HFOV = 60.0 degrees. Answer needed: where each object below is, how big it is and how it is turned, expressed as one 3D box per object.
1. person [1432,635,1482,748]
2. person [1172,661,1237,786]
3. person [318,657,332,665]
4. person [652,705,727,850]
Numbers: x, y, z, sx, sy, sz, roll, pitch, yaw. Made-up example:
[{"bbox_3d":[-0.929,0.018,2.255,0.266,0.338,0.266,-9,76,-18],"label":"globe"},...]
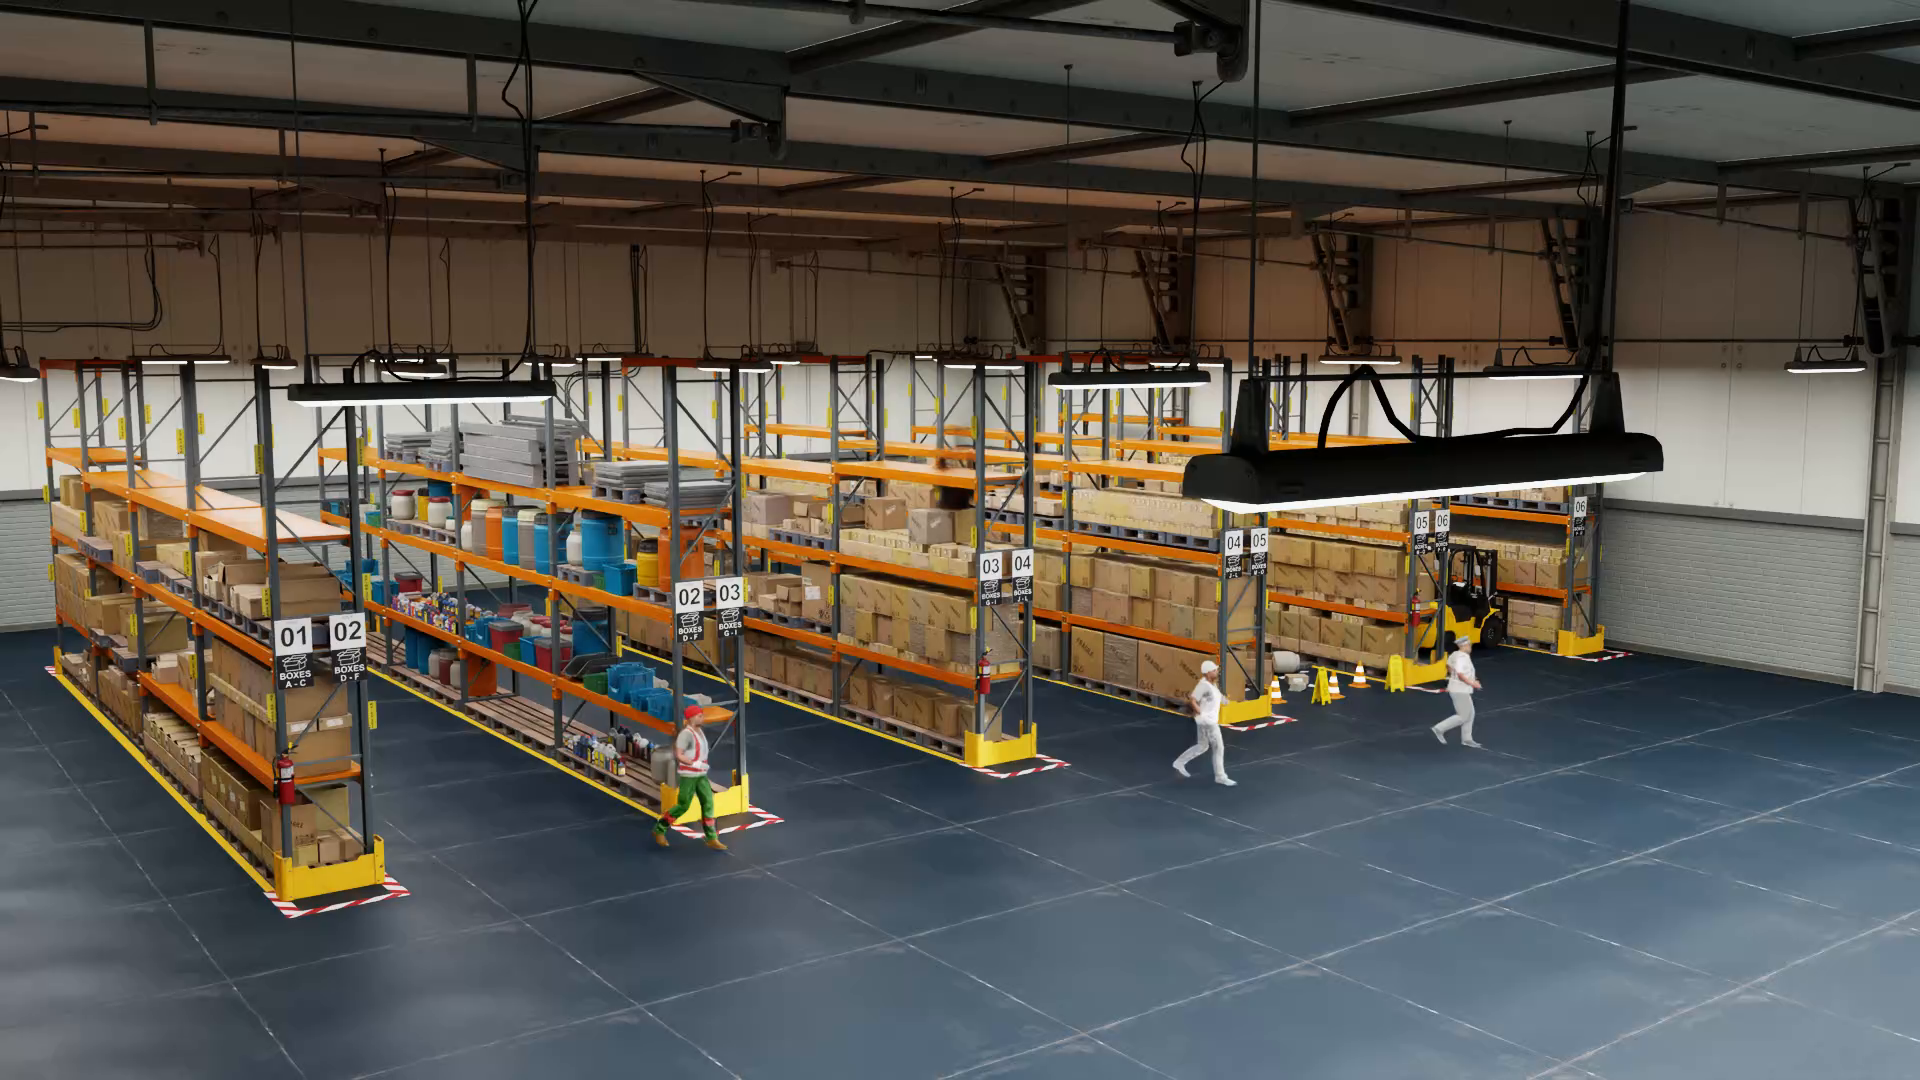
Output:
[{"bbox_3d":[7.765,2.357,25.930,0.794,1.787,0.688,1,7,8],"label":"person"},{"bbox_3d":[3.496,2.600,23.735,0.924,1.795,0.666,1,7,5],"label":"person"},{"bbox_3d":[-10.705,2.130,28.062,0.794,1.754,0.564,7,10,44],"label":"person"},{"bbox_3d":[-3.310,2.947,20.801,0.978,1.764,0.718,2,7,18],"label":"person"}]
